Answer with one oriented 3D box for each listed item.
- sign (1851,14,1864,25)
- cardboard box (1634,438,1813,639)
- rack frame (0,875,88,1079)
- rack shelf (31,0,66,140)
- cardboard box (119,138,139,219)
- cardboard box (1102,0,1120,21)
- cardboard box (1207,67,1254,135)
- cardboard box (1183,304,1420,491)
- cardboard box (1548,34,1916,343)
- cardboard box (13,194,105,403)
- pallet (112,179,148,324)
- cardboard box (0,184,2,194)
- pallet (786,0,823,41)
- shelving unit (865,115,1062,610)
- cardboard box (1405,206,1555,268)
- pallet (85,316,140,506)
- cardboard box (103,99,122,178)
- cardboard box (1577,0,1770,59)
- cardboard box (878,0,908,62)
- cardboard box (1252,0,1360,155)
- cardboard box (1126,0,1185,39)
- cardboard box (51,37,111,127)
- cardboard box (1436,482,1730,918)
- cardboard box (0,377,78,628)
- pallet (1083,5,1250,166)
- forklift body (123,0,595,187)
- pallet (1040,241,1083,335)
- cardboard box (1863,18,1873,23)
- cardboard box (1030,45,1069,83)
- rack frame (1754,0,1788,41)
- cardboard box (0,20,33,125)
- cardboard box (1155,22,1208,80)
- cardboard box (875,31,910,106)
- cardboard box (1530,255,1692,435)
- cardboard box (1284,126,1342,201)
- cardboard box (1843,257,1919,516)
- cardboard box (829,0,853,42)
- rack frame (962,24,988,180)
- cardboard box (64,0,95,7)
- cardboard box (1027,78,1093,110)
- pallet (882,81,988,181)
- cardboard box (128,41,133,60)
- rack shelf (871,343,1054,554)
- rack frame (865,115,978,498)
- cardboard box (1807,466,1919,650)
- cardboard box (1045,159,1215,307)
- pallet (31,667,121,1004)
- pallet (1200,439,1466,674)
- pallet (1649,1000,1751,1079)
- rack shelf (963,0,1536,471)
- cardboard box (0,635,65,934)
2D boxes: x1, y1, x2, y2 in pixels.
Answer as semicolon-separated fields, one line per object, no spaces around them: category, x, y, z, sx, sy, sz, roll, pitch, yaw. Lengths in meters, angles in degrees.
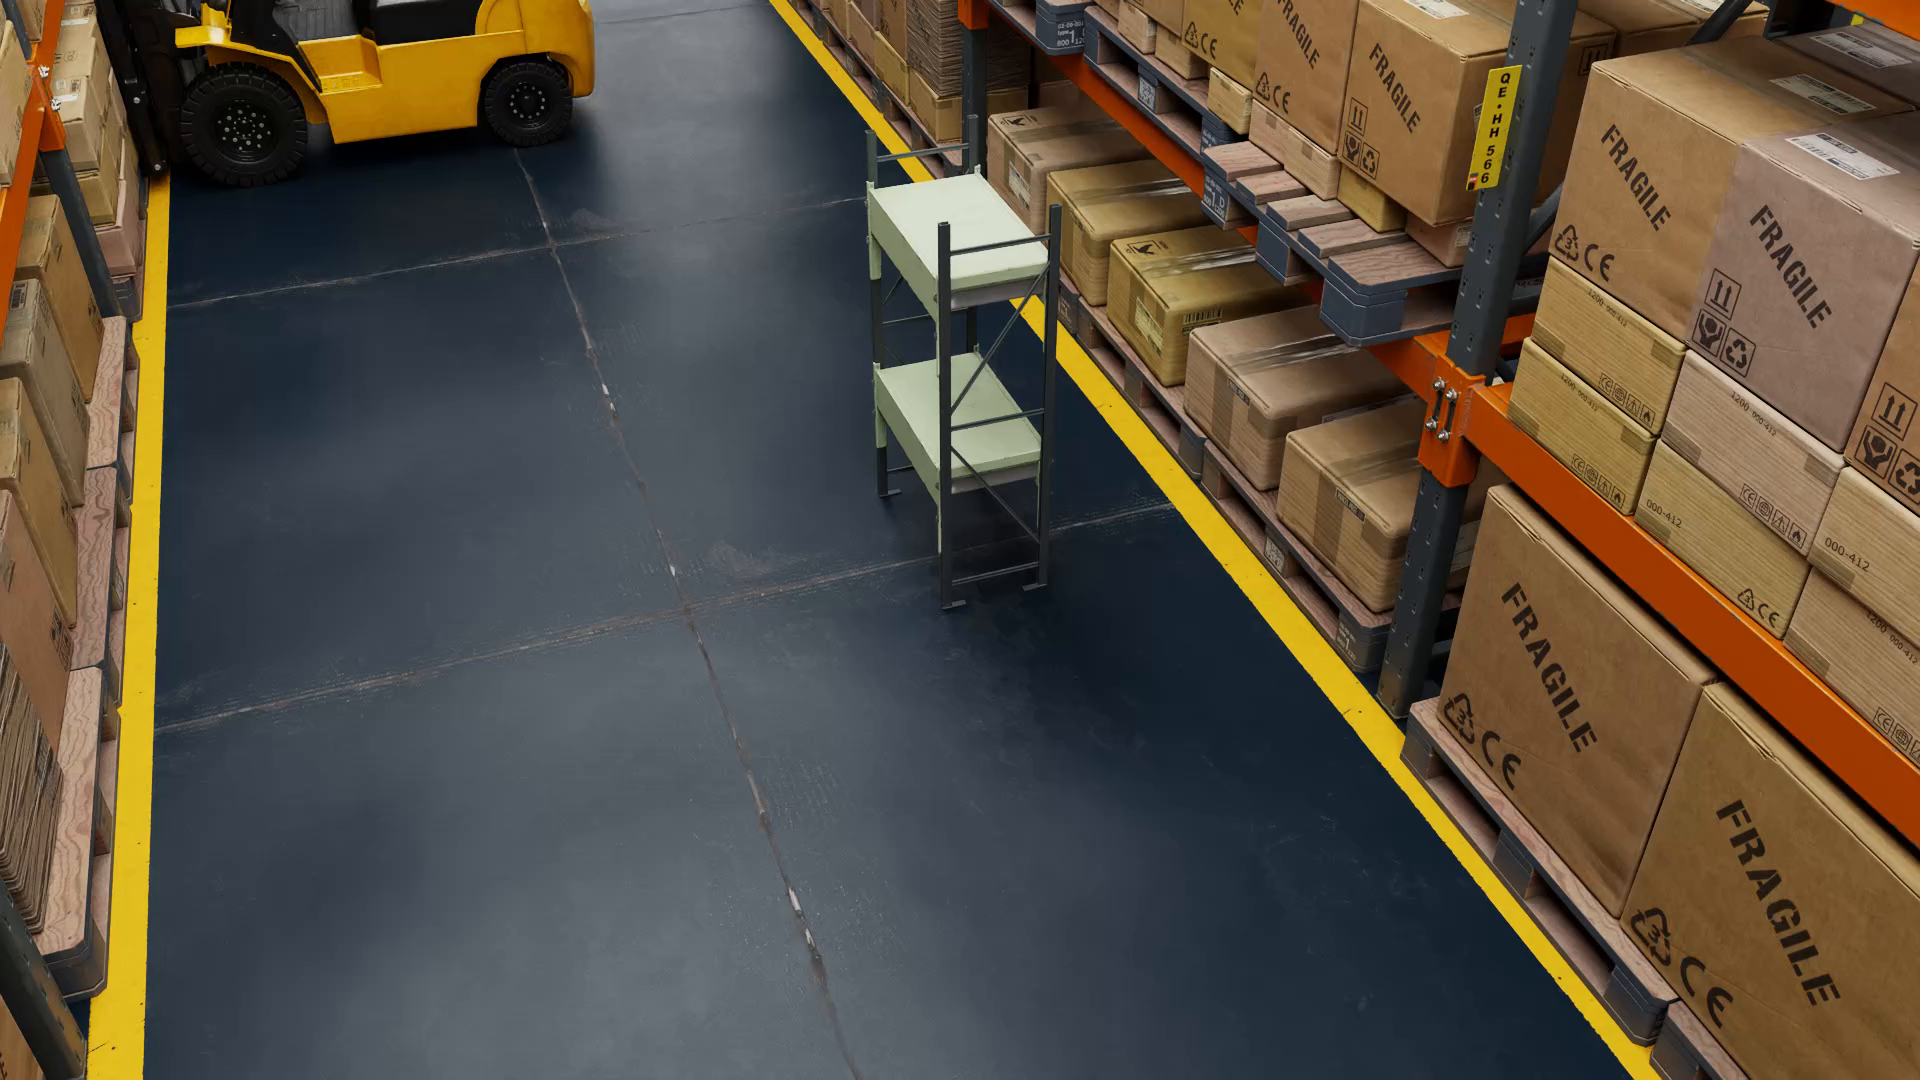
sign;2.395;-1.317;4.544;0.100;0.325;0.005;-12;39;-16
cardboard box;2.000;-0.063;3.966;0.500;0.250;0.500;-14;39;-17
rack frame;-2.785;0.292;3.370;1.000;3.000;0.127;-12;39;-16
rack shelf;-4.849;-2.810;8.086;1.077;0.370;4.000;-12;39;-16
cardboard box;-4.206;-1.663;7.901;0.500;0.250;0.500;-13;39;-17
cardboard box;0.771;-2.106;6.413;0.380;0.149;0.250;-12;39;-16
cardboard box;1.065;-1.508;5.619;0.380;0.149;0.250;-12;39;-15
cardboard box;1.428;-0.593;6.379;0.950;0.372;0.625;-13;39;-17
cardboard box;1.815;-0.848;3.969;0.500;0.500;0.500;-14;39;-17
cardboard box;-3.971;-0.895;6.569;0.875;0.625;0.625;-11;38;-14
pallet;-4.395;-1.312;7.816;1.003;0.211;1.213;-12;39;-16
cardboard box;-3.422;-1.108;5.352;0.500;0.250;0.500;-12;39;-16
pallet;-0.606;-3.634;10.900;1.003;0.211;1.213;-12;39;-16
shelving unit;-0.002;-0.603;5.804;0.431;1.500;0.755;-12;39;-16
cardboard box;1.541;-0.942;4.867;0.380;0.149;0.250;-11;38;-14
pallet;-3.871;-0.446;6.667;1.003;0.211;1.213;-12;39;-16
cardboard box;-4.213;-1.858;7.745;0.500;0.250;0.500;-13;39;-16
cardboard box;1.937;-1.367;4.892;0.500;0.500;0.500;-14;39;-17
cardboard box;-0.134;-2.932;8.963;0.500;0.500;0.500;-12;39;-15
cardboard box;1.269;-1.554;5.140;0.500;0.500;0.500;-13;39;-17
cardboard box;0.907;-2.147;5.928;0.500;0.500;0.500;-14;39;-18
cardboard box;-4.199;-2.066;7.605;0.500;0.250;0.500;-12;39;-16
cardboard box;2.034;0.350;4.709;0.875;0.875;0.875;-13;39;-16
cardboard box;-3.451;-0.031;5.422;0.875;0.625;0.625;-14;39;-18
pallet;1.155;-1.771;6.268;1.003;0.211;1.213;-12;39;-16
forklift body;-3.172;-3.195;8.704;2.313;2.155;1.214;-12;39;-16
pallet;0.767;-1.444;7.992;1.003;0.211;1.213;-12;39;-16
cardboard box;5.409;-3.017;9.283;1.050;0.750;0.750;-13;39;-16
cardboard box;0.549;-2.756;8.729;0.500;0.500;0.500;-11;38;-14
rack frame;5.111;-4.080;9.173;1.000;3.000;0.127;-12;39;-16
cardboard box;-3.742;-1.678;6.109;0.500;0.250;0.500;-12;39;-15
cardboard box;0.933;-1.801;6.008;0.380;0.149;0.250;-14;39;-17
cardboard box;-0.150;-2.644;9.204;0.500;0.250;0.500;-13;39;-17
cardboard box;1.817;-0.541;4.184;0.500;0.250;0.500;-13;39;-16
cardboard box;1.252;-1.212;5.225;0.380;0.149;0.250;-13;39;-16
cardboard box;2.158;-0.275;3.207;0.500;0.500;0.500;-11;38;-15
cardboard box;-0.492;-3.218;9.966;0.500;0.250;0.500;-10;38;-13
rack frame;0.498;-2.998;7.737;1.000;3.000;0.127;-12;39;-16
cardboard box;-4.555;-2.643;8.371;0.500;0.250;0.500;-13;39;-17
cardboard box;0.549;-2.456;8.954;0.500;0.250;0.500;-14;39;-18
pallet;0.234;-2.256;9.070;1.003;0.211;1.213;-12;39;-16
cardboard box;-4.717;-2.714;8.880;0.500;0.250;0.500;-13;39;-17
rack shelf;-0.002;-0.342;6.000;0.431;0.370;0.720;-12;39;-16
rack frame;-0.128;-0.810;6.078;0.400;1.500;0.023;-12;39;-16
cardboard box;2.154;0.036;3.419;0.500;0.250;0.500;-13;39;-16
cardboard box;0.932;-1.415;7.470;0.950;0.372;0.625;-10;38;-13
pallet;-3.031;0.932;4.837;1.003;0.211;1.213;-12;39;-16
pallet;1.607;-0.066;6.162;1.003;0.211;1.213;-12;39;-16
pallet;2.491;1.525;4.050;1.003;0.211;1.213;-12;39;-16
rack shelf;1.186;-1.581;6.453;1.077;0.370;4.000;-12;39;-16
cardboard box;-2.986;0.717;4.429;0.875;0.625;0.625;-11;38;-15
